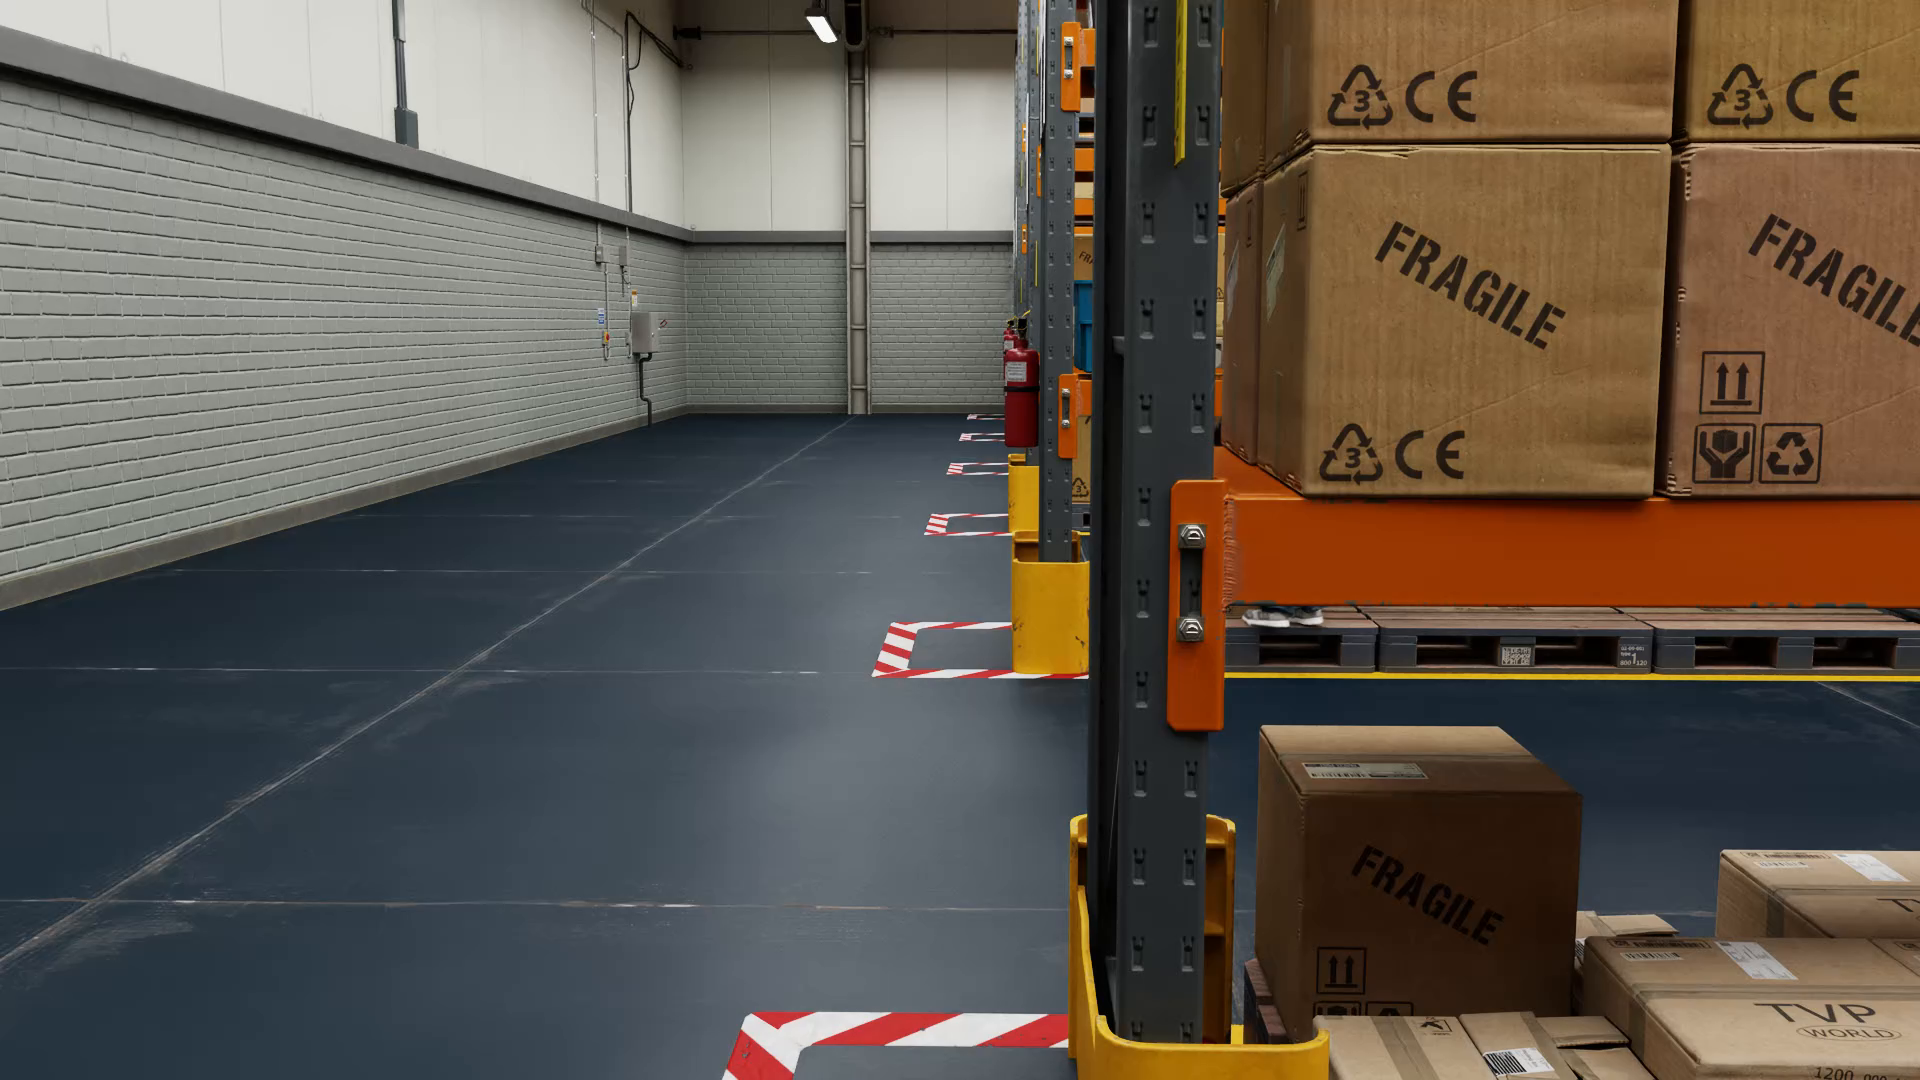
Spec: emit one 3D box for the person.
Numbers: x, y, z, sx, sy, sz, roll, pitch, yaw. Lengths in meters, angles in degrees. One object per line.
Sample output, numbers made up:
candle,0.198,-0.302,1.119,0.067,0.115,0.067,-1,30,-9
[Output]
person,1.401,-0.059,7.442,0.442,0.880,0.792,-4,8,-26
